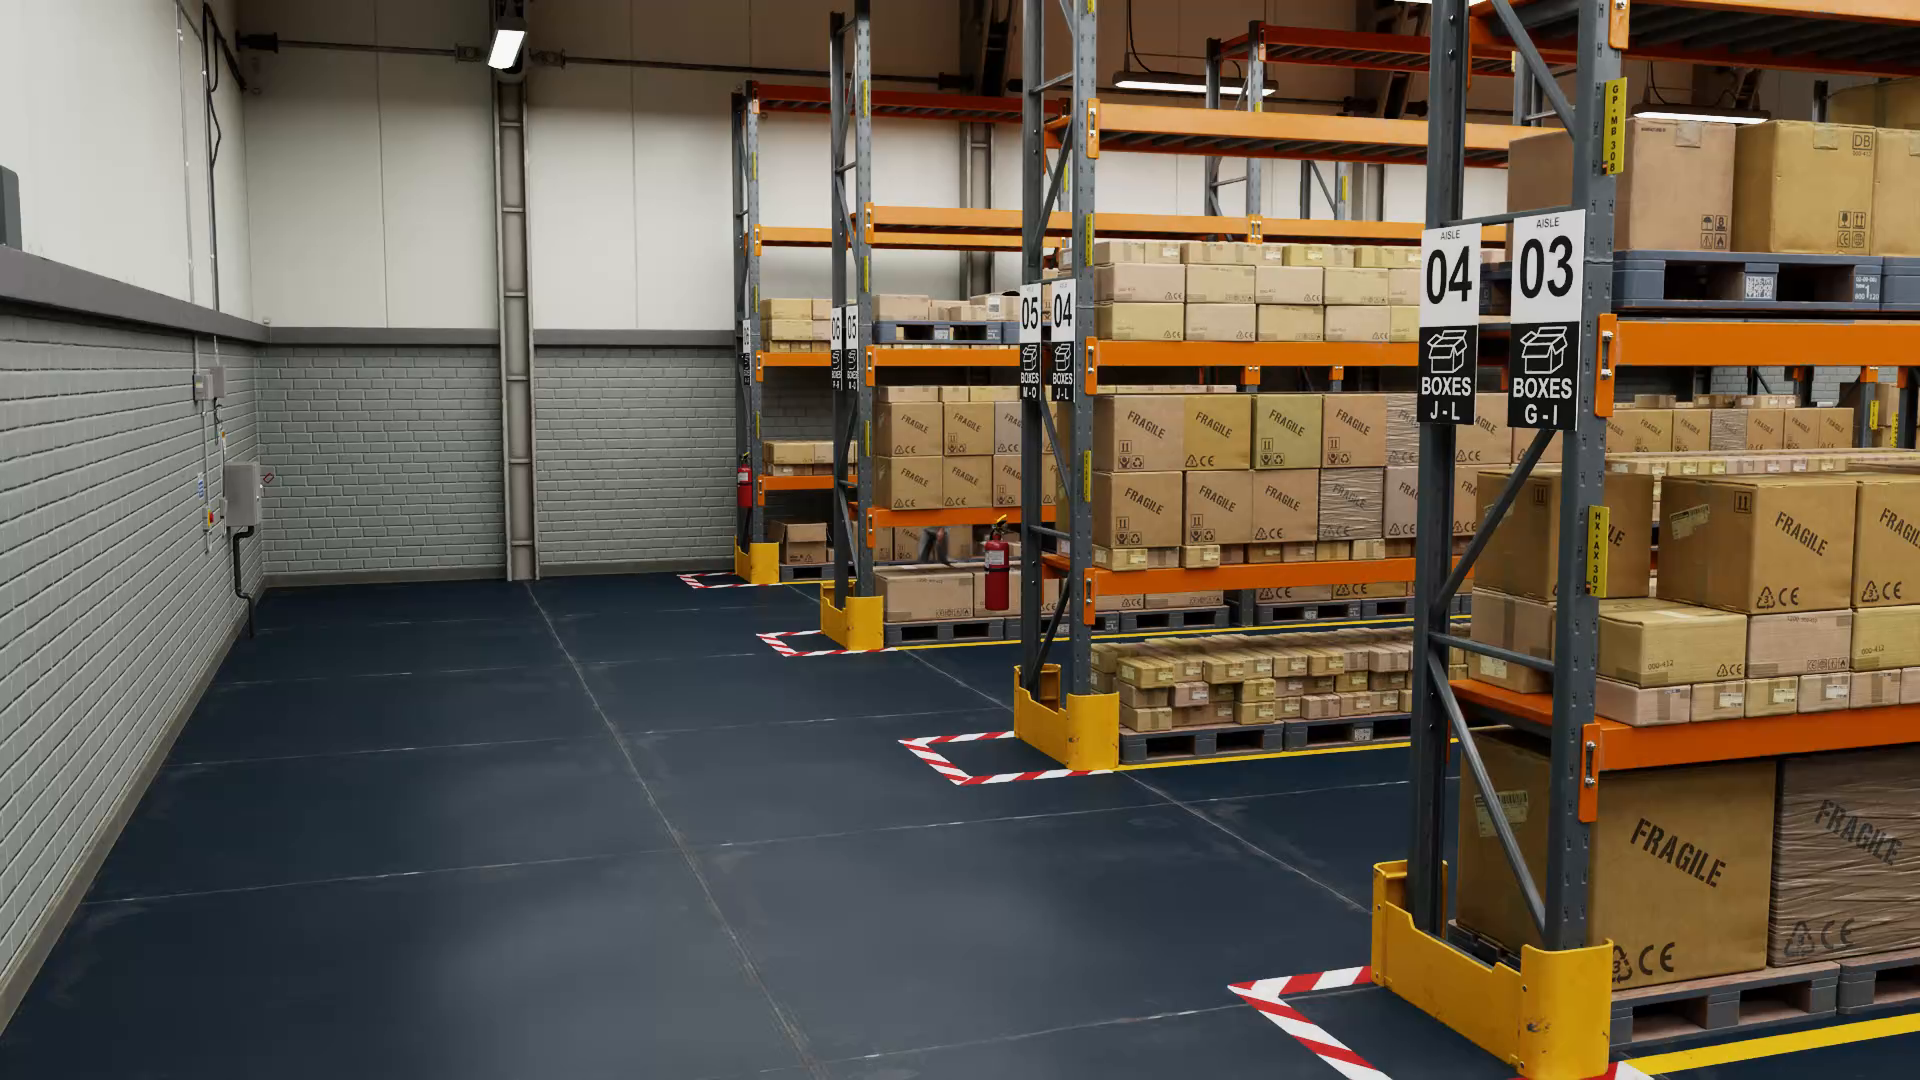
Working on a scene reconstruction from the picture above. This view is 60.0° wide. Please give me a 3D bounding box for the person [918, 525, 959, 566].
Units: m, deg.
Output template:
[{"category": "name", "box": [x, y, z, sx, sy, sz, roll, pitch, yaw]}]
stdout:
[{"category": "person", "box": [-0.218, -0.117, 18.764, 0.833, 1.559, 0.428, -5, 8, -40]}]
